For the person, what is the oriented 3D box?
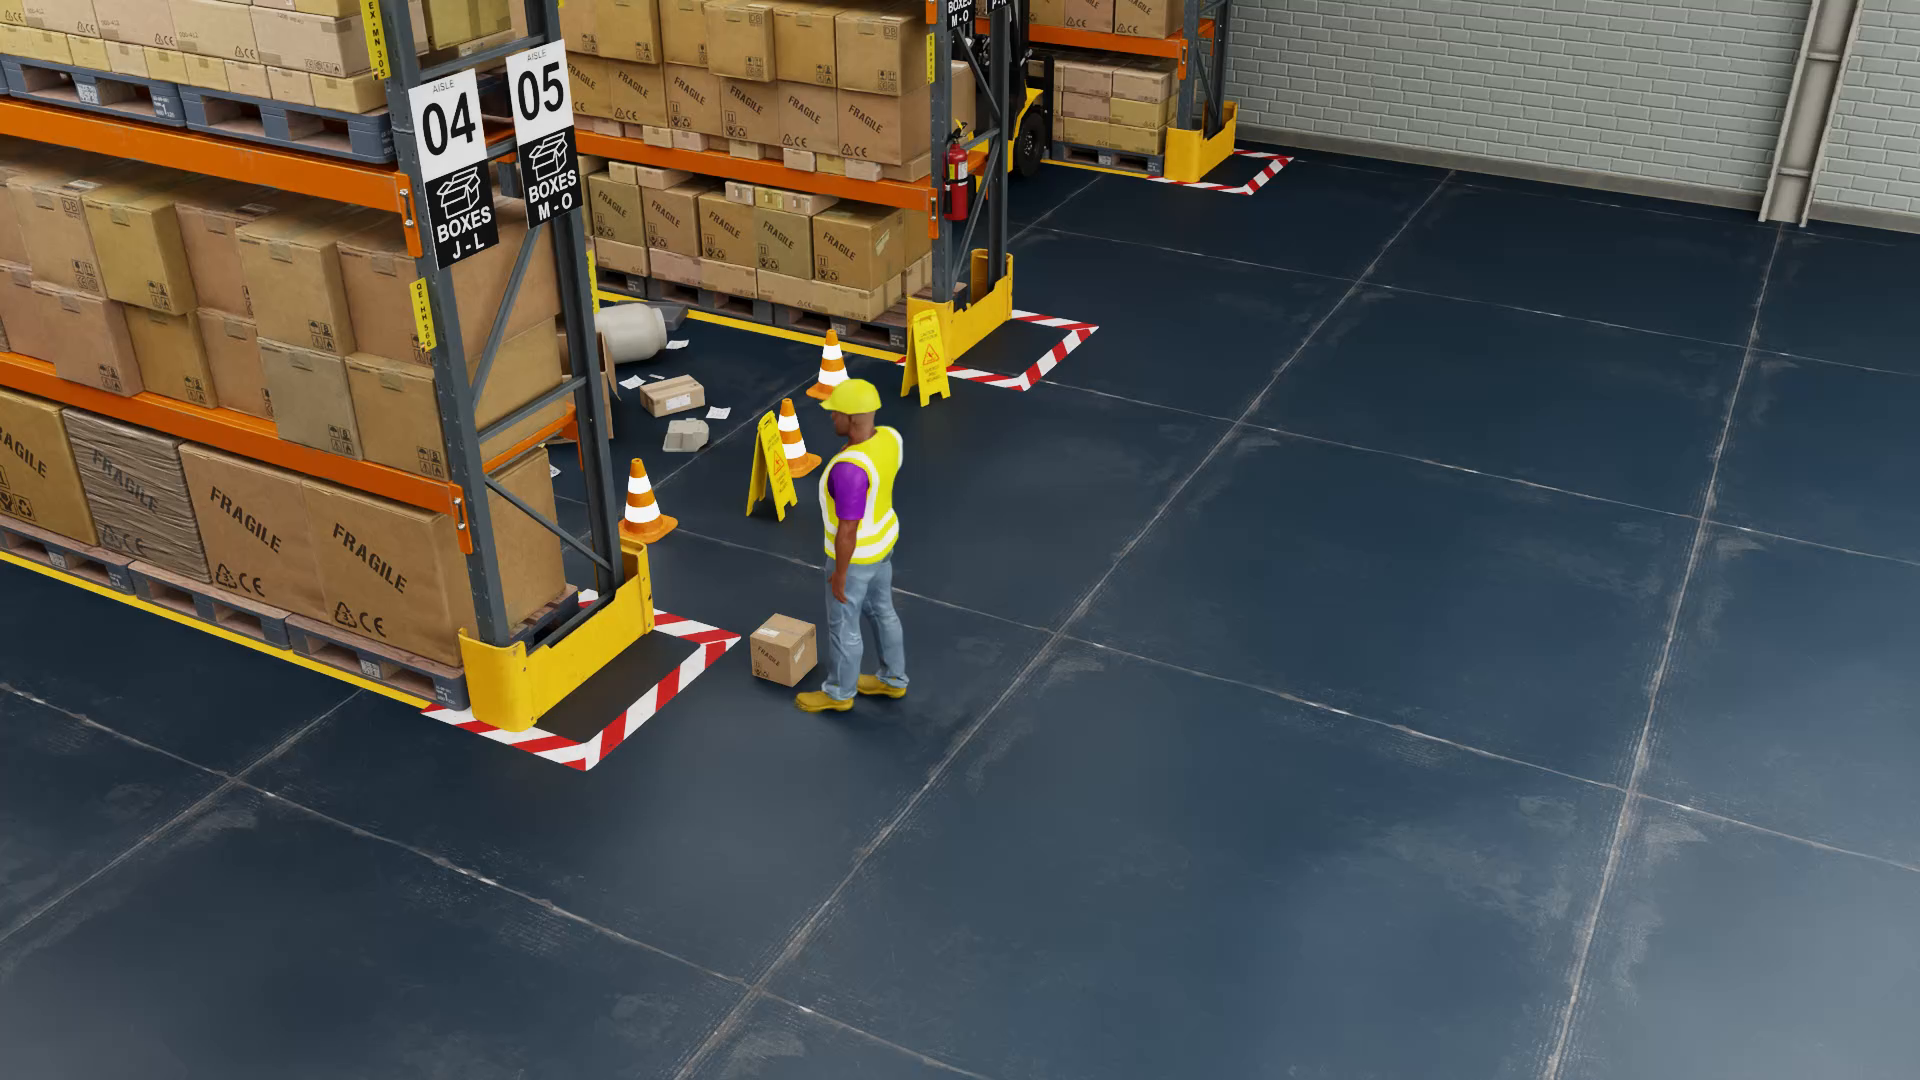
[{"bbox_3d":[-0.512,0.050,8.198,0.384,1.785,0.566,15,33,25],"label":"person"}]
